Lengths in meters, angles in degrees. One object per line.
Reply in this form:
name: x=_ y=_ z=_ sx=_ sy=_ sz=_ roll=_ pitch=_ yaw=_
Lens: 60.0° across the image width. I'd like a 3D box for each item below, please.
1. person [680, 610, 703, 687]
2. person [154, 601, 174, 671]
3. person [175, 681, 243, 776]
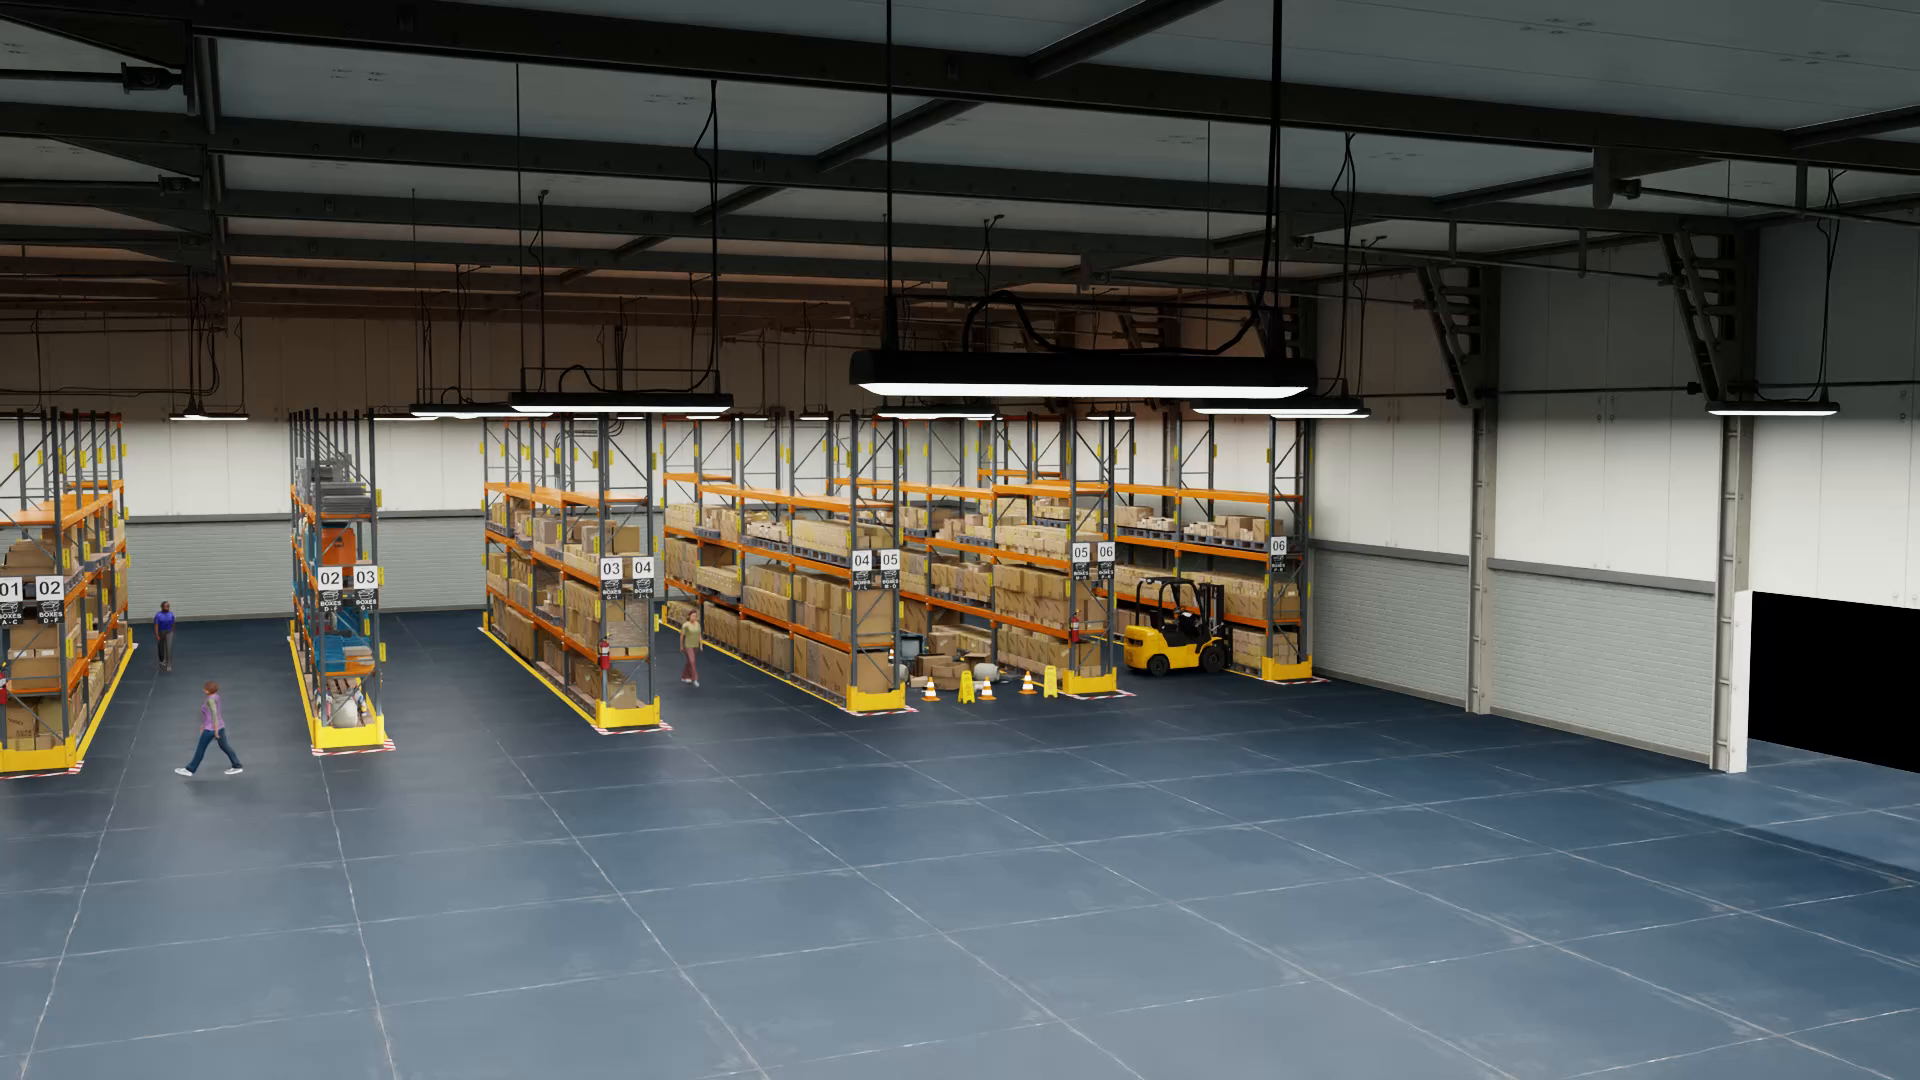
person: x=-5.837 y=2.338 z=36.339 sx=0.928 sy=1.626 sz=0.477 roll=3 pitch=5 yaw=41
person: x=-18.442 y=2.209 z=38.556 sx=0.411 sy=1.581 sz=1.045 roll=-2 pitch=4 yaw=-23
person: x=-12.161 y=3.048 z=26.927 sx=0.967 sy=1.545 sz=0.455 roll=0 pitch=4 yaw=-2
